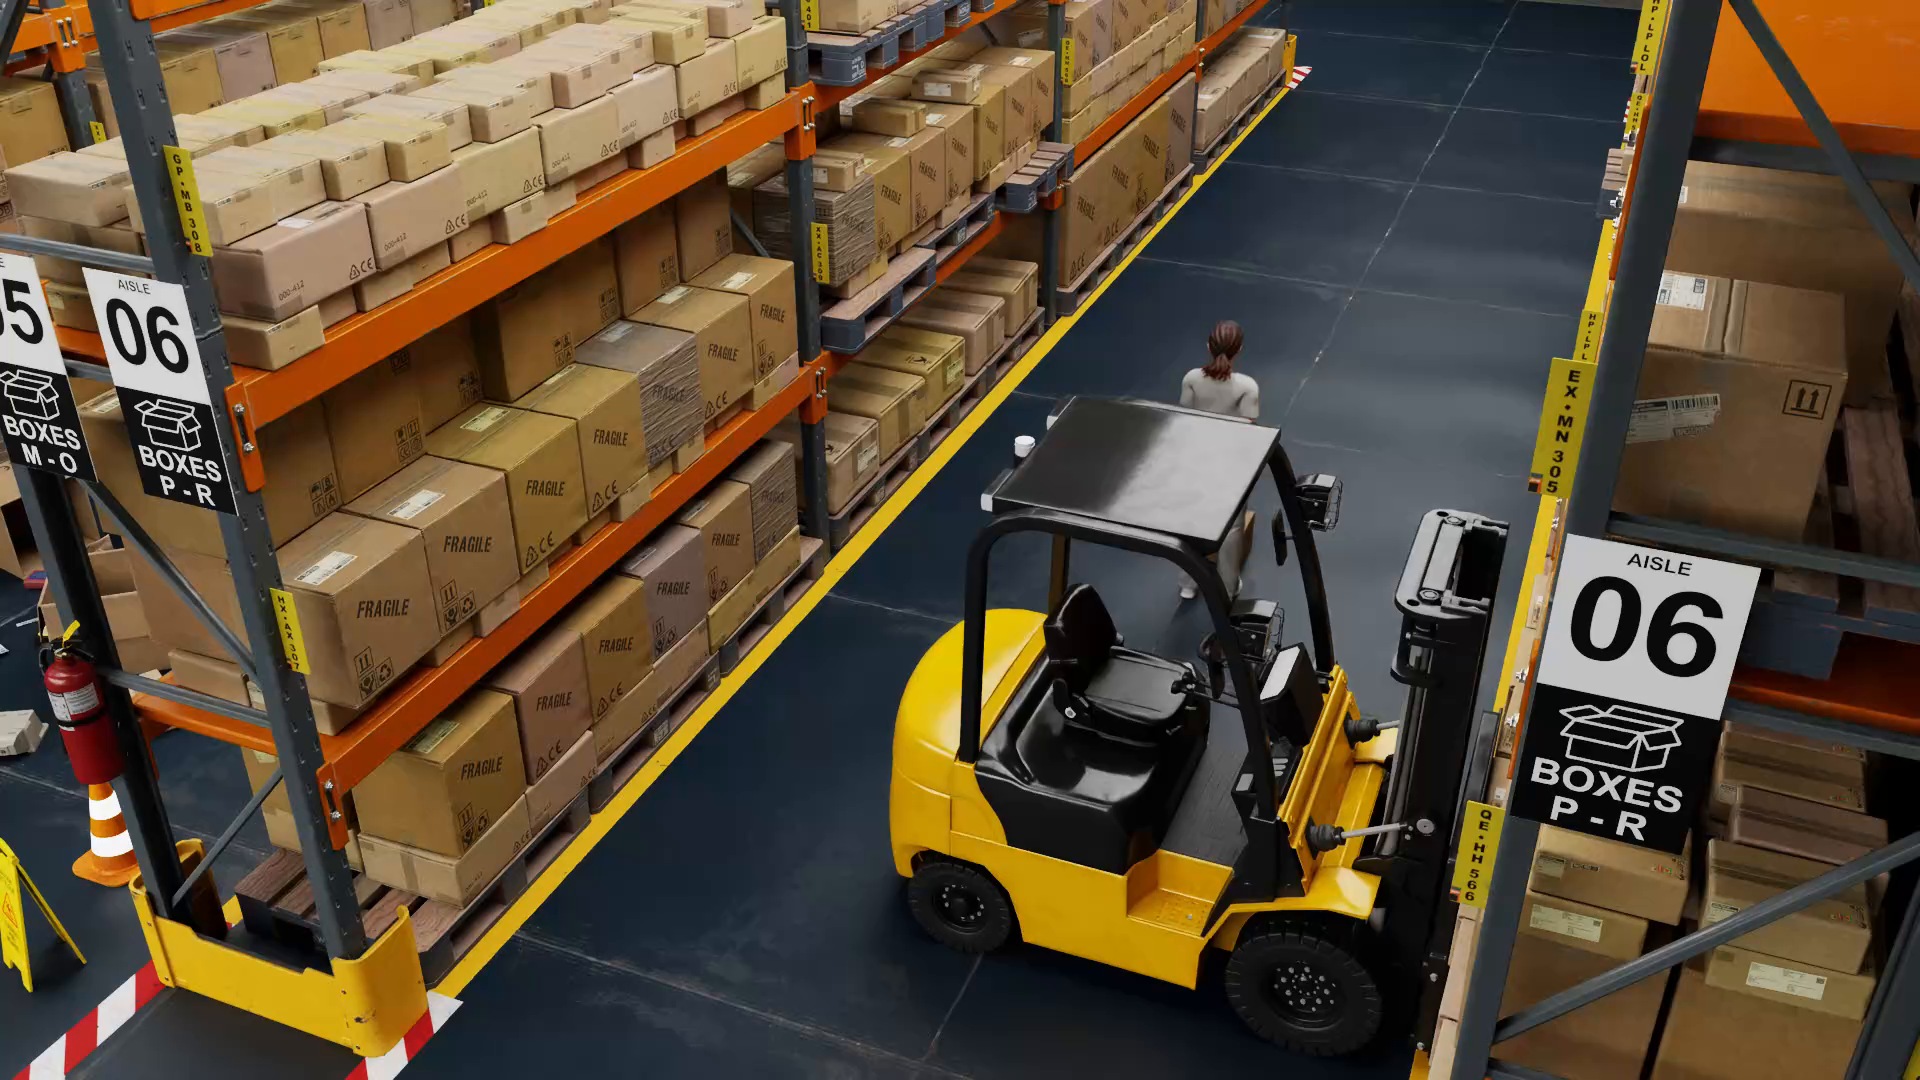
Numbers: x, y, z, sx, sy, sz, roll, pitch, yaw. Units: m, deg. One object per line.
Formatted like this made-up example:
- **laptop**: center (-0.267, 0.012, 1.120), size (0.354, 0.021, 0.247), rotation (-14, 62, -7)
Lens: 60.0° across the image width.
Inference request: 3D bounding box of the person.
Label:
- **person**: center (1.405, -0.424, 9.139), size (0.436, 1.676, 0.375), rotation (12, 32, 20)
